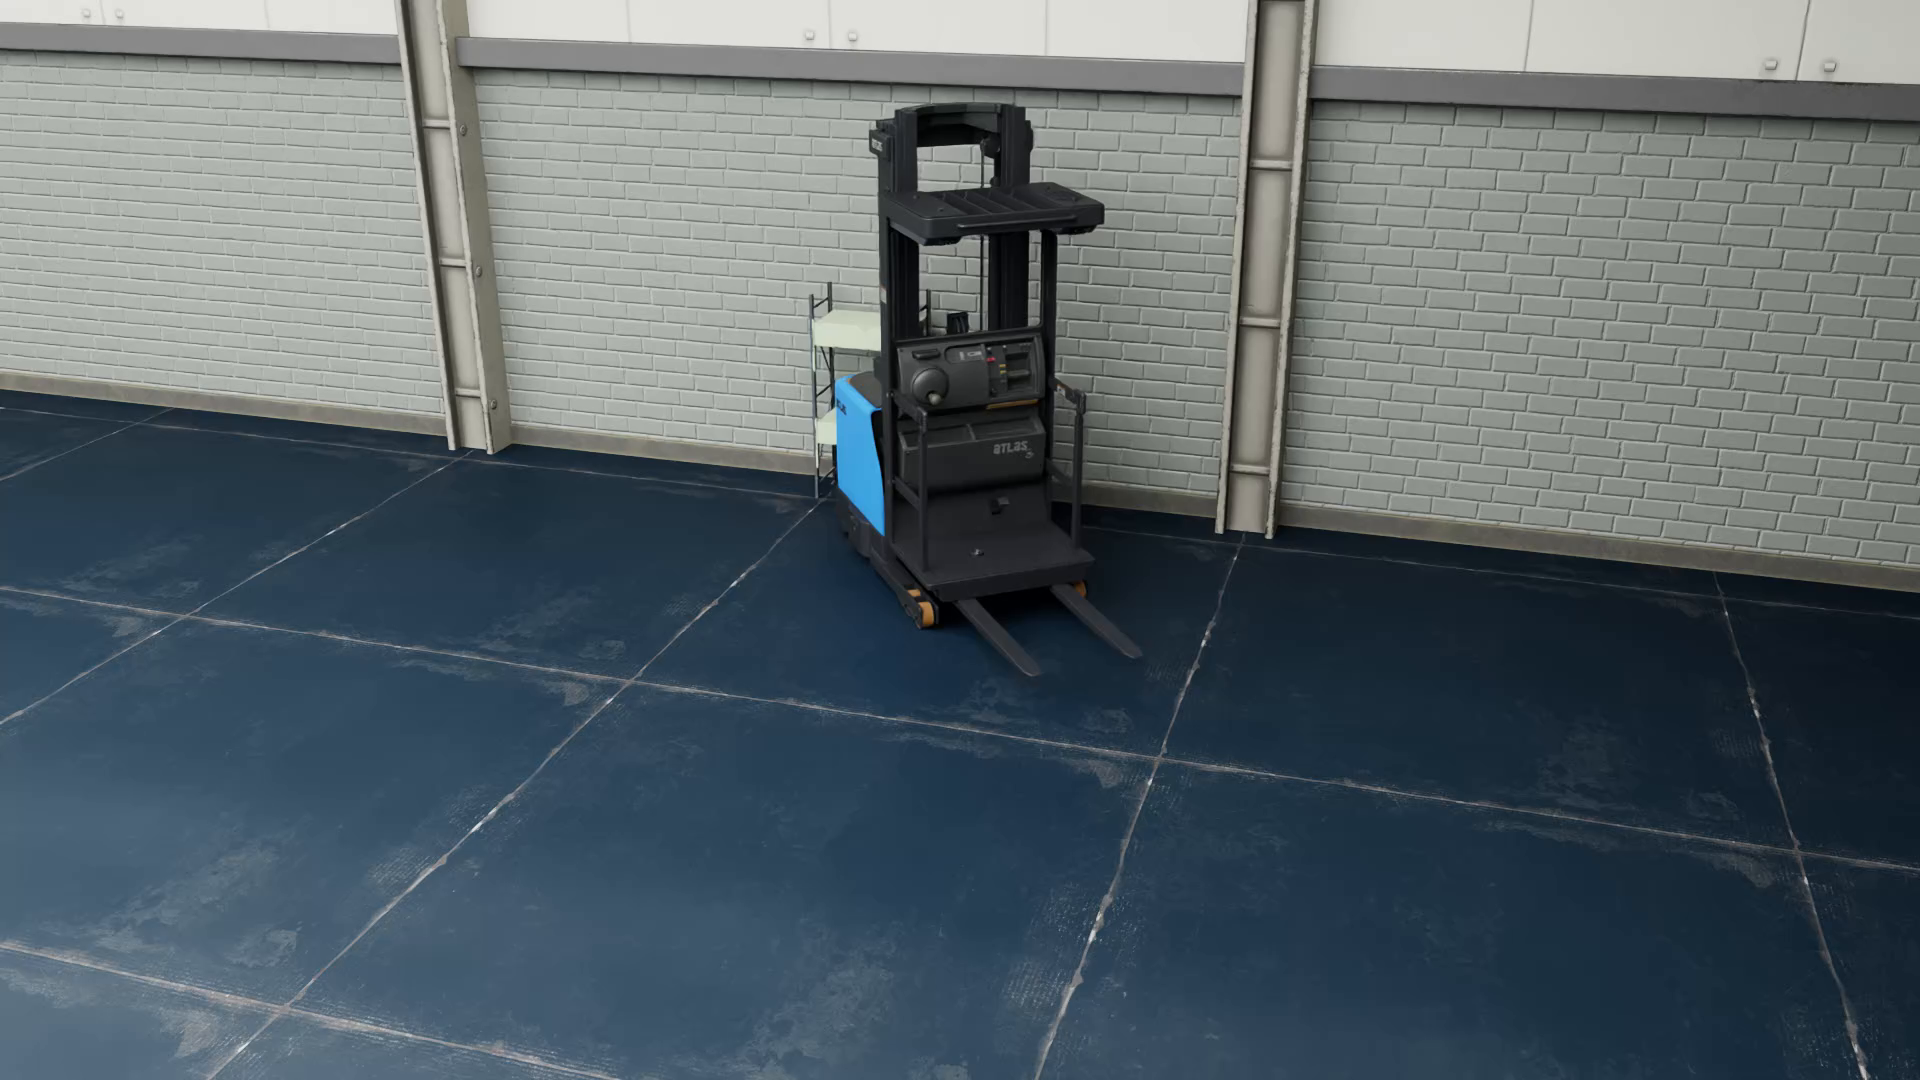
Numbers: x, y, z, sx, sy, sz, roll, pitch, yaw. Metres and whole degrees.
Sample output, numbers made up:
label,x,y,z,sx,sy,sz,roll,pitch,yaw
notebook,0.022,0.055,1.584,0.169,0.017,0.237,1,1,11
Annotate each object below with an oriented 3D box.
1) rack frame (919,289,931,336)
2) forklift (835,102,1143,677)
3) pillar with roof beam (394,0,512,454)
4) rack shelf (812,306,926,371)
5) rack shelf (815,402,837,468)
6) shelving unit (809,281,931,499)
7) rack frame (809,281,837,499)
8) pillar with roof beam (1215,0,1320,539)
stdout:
label,x,y,z,sx,sy,sz,roll,pitch,yaw
rack frame,-0.272,-0.986,11.697,0.023,1.500,0.400,6,23,15
forklift,0.151,-1.002,9.851,1.130,2.935,3.031,-8,24,-19
pillar with roof beam,-5.007,-3.341,7.558,0.400,9.000,9.100,7,23,16
rack shelf,-0.623,-1.386,11.642,0.720,0.370,0.431,6,23,15
rack shelf,-0.624,-0.724,11.914,0.720,0.370,0.431,6,23,15
shelving unit,-0.623,-1.025,11.790,0.755,1.500,0.431,6,23,15
rack frame,-0.975,-1.064,11.884,0.023,1.500,0.400,6,23,15
pillar with roof beam,0.737,-2.684,5.955,0.400,9.000,9.100,7,23,16
